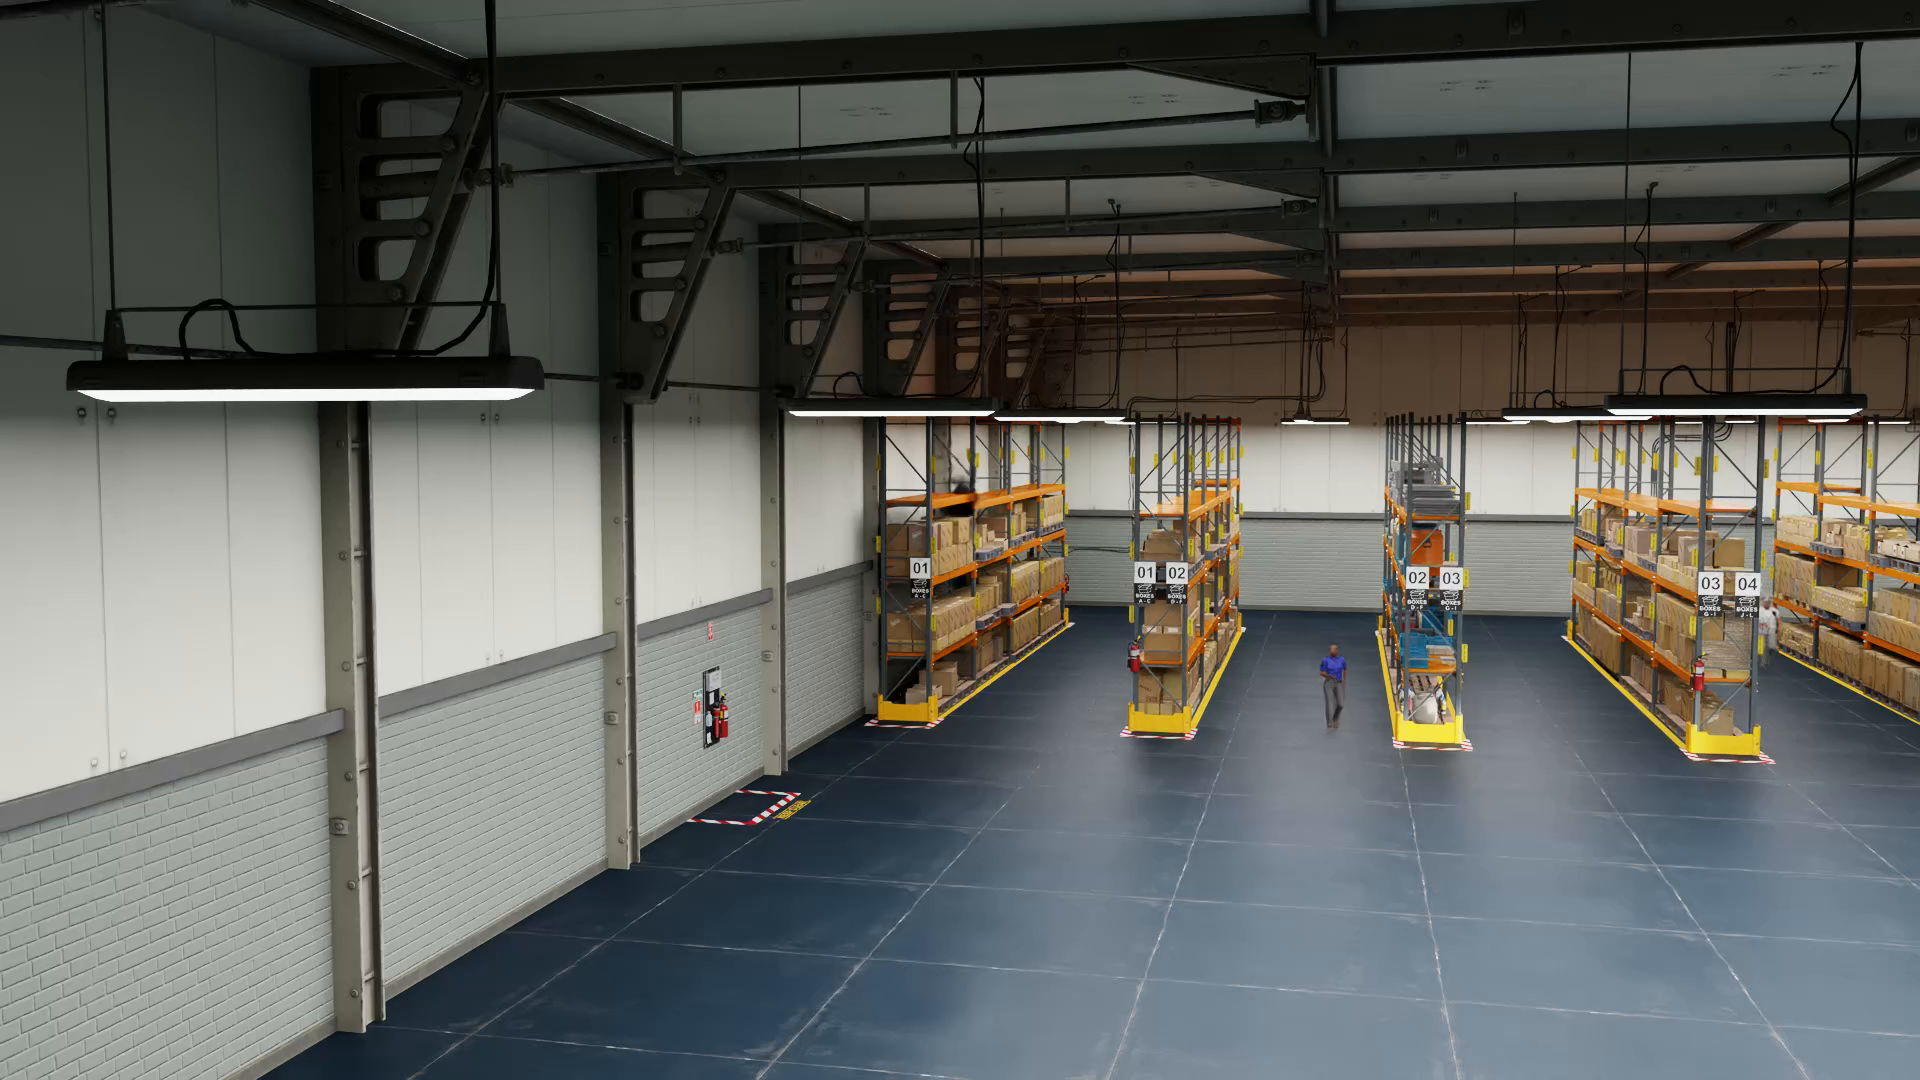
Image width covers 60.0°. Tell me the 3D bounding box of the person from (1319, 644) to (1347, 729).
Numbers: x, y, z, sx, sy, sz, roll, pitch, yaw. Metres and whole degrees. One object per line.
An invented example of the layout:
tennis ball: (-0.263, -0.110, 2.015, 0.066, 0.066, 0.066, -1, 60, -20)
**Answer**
person: (7.075, 2.775, 31.420, 0.554, 1.630, 0.594, 0, 4, 2)

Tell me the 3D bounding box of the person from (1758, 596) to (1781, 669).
person: (19.059, 2.183, 39.258, 0.646, 1.746, 0.648, 1, 4, 17)
